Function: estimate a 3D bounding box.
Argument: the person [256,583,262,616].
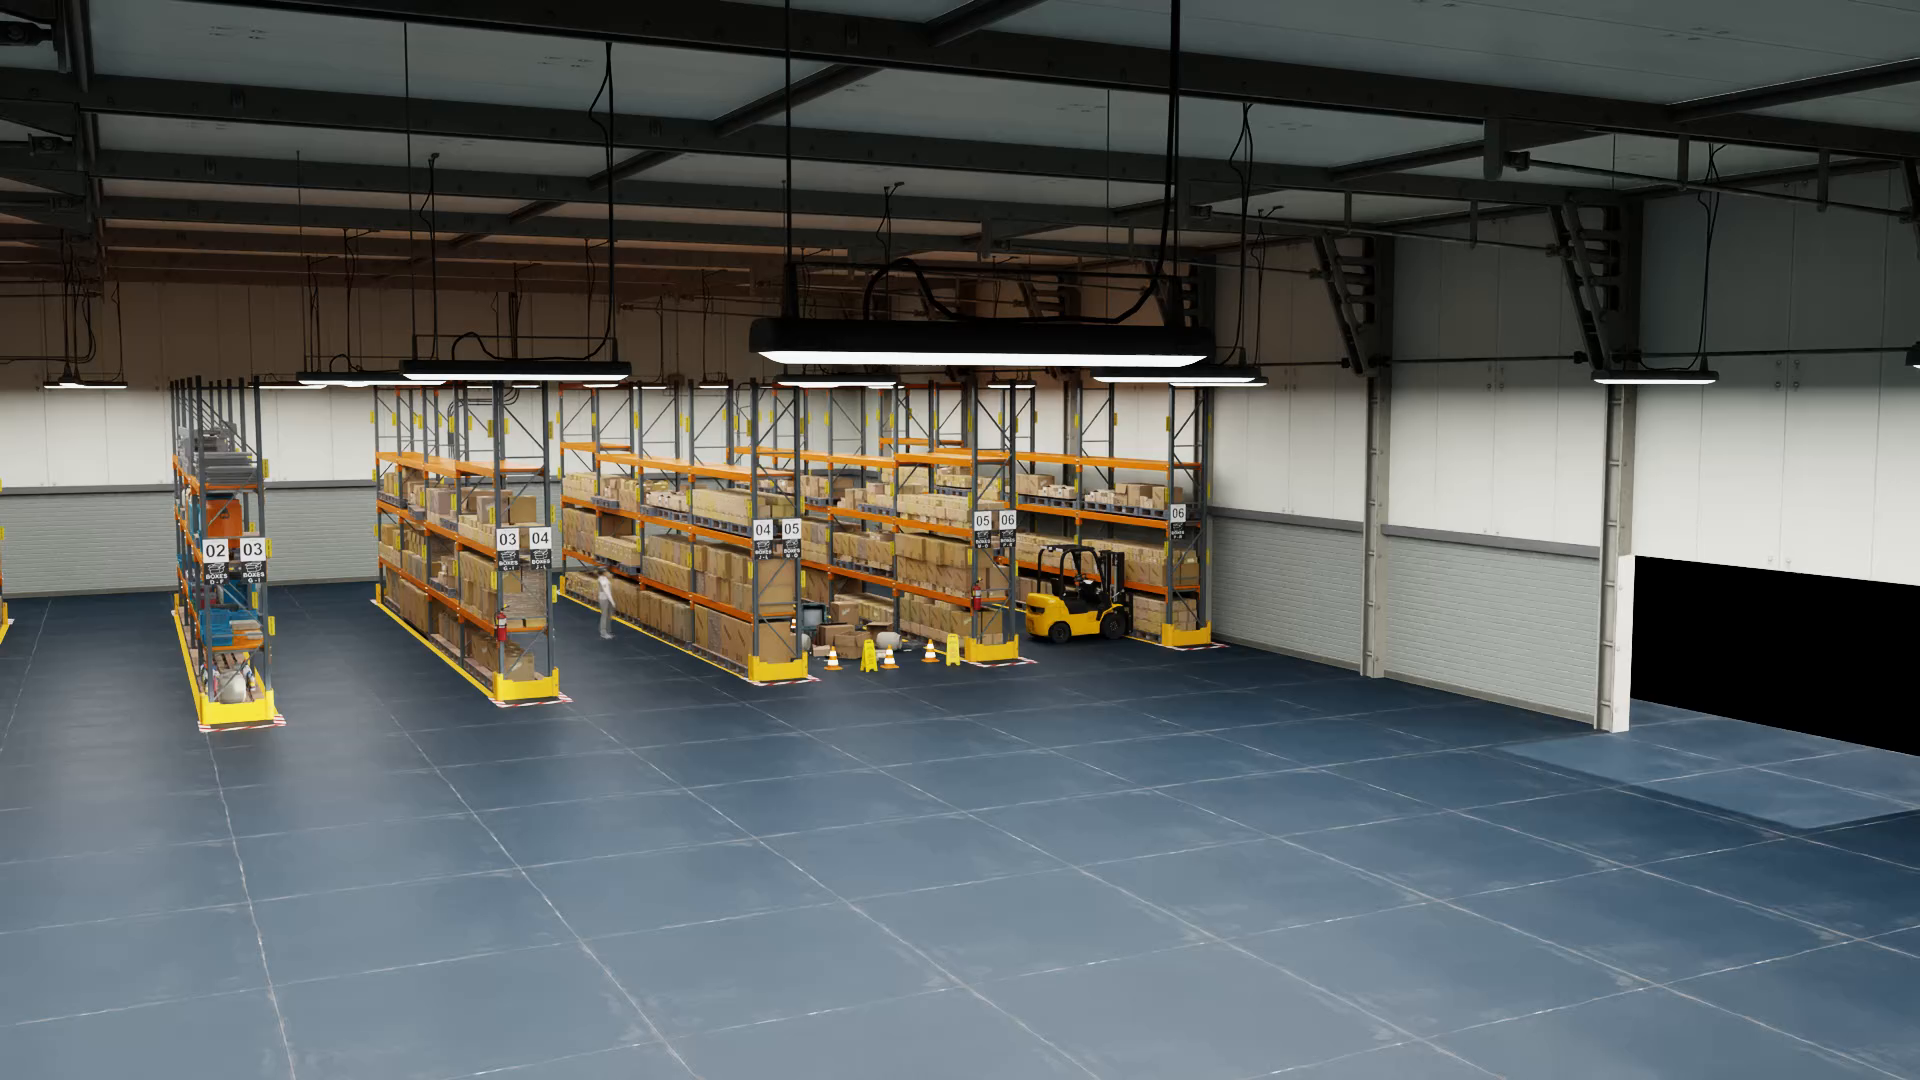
[{"bbox_3d":[-18.015,1.105,42.440,0.414,1.685,0.509,-4,6,-37],"label":"person"}]

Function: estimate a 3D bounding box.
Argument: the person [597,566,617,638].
[{"bbox_3d":[-8.232,1.456,38.769,0.499,1.711,0.491,0,5,4],"label":"person"}]
